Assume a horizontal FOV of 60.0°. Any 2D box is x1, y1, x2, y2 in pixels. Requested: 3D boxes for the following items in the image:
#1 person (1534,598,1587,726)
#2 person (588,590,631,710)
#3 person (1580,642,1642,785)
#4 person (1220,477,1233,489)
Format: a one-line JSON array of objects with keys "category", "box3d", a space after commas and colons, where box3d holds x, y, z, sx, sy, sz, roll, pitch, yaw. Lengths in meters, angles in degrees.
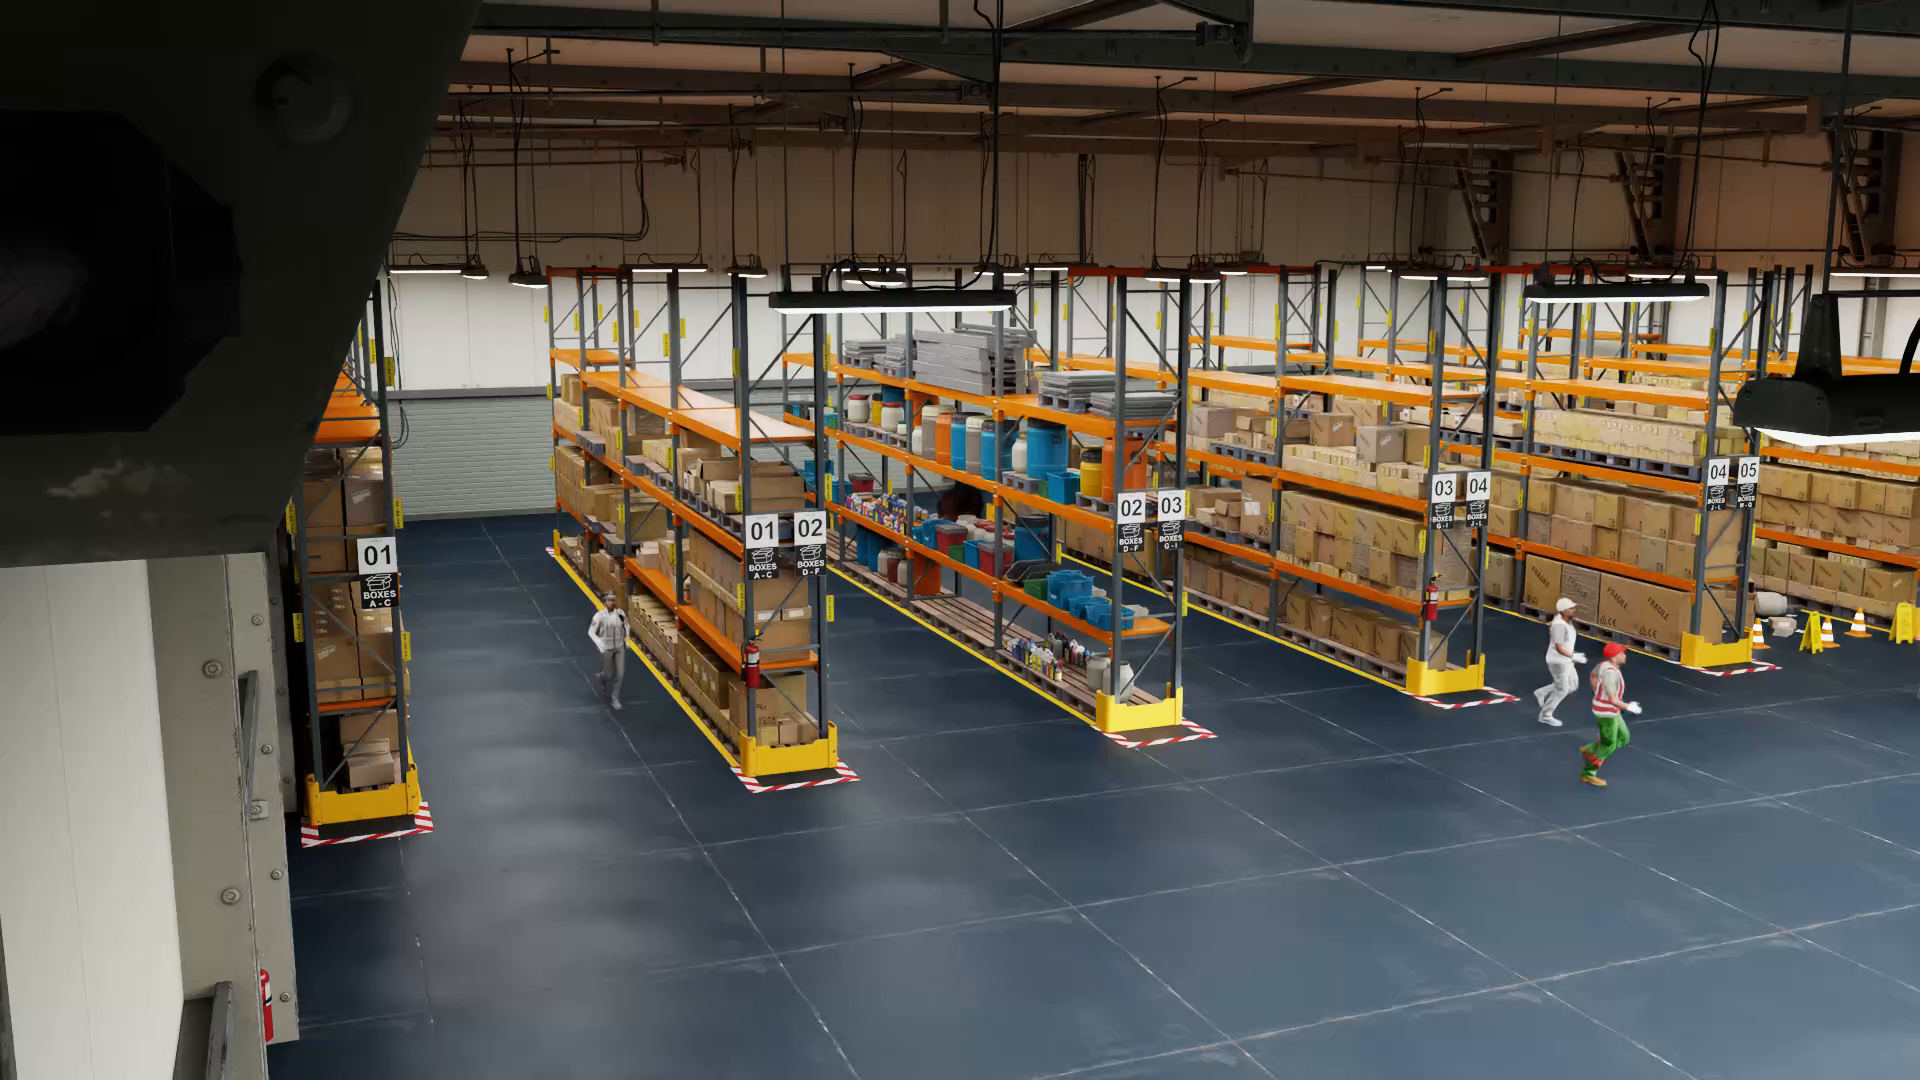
[{"category": "person", "box3d": [8.082, 1.628, 22.349, 0.667, 1.740, 0.693, 5, 11, 25]}, {"category": "person", "box3d": [-4.888, 1.508, 23.310, 0.617, 1.666, 0.661, -6, 11, -30]}, {"category": "person", "box3d": [7.770, 2.062, 19.837, 0.650, 1.740, 0.692, 3, 10, 17]}, {"category": "person", "box3d": [6.651, -1.721, 41.514, 0.585, 1.714, 0.708, 6, 12, 32]}]
